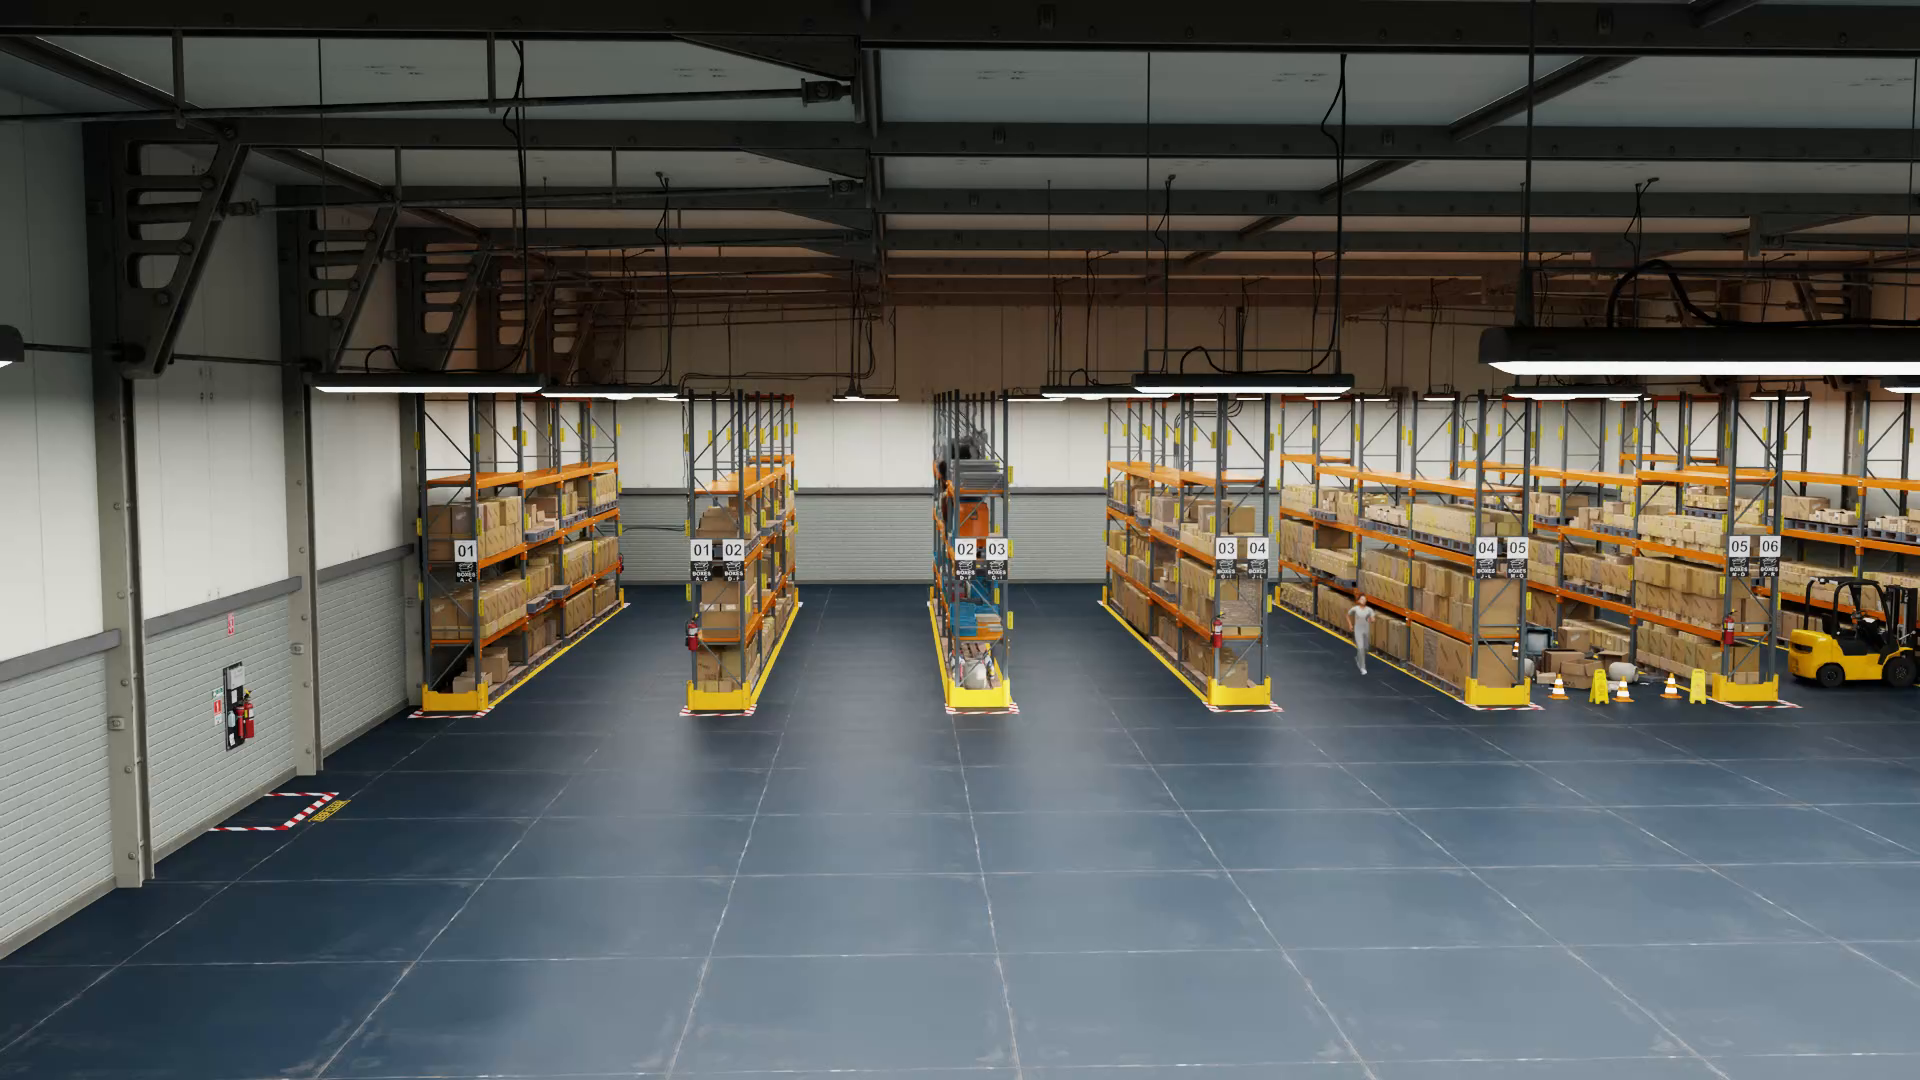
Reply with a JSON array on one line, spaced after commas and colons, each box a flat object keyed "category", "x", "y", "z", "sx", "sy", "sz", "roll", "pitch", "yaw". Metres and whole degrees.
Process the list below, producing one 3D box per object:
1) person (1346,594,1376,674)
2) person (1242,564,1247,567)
[{"category": "person", "x": 8.558, "y": 1.975, "z": 35.436, "sx": 0.564, "sy": 1.655, "sz": 0.969, "roll": 0, "pitch": 5, "yaw": -5}, {"category": "person", "x": 7.951, "y": 1.129, "z": 46.137, "sx": 0.641, "sy": 1.656, "sz": 0.650, "roll": 0, "pitch": 5, "yaw": 2}]
